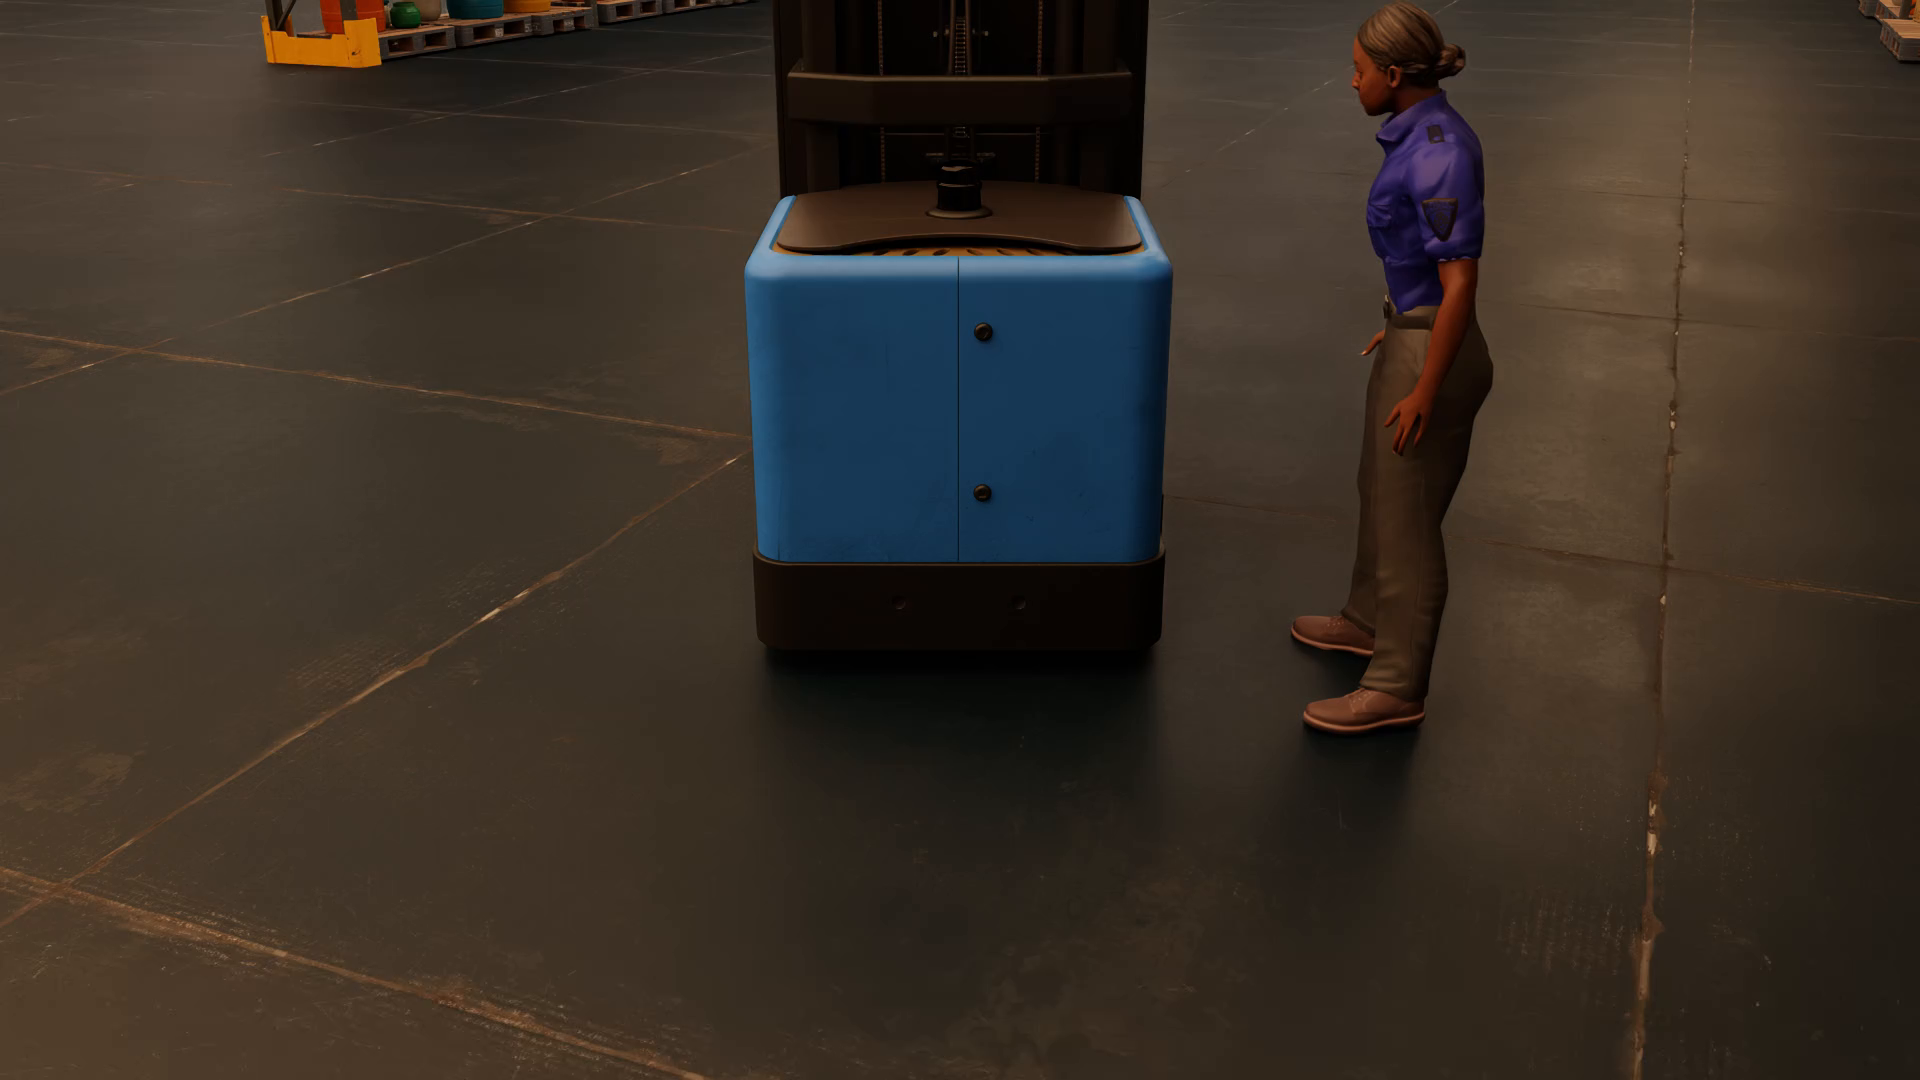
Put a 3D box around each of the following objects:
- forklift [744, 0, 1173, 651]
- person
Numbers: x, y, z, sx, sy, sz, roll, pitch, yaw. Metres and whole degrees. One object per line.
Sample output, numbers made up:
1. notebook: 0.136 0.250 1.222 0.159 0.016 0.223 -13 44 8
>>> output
1. forklift: 0.002 -1.587 5.089 1.130 2.935 3.031 0 23 0
2. person: 1.038 -0.399 3.910 0.405 1.660 0.615 5 23 11
